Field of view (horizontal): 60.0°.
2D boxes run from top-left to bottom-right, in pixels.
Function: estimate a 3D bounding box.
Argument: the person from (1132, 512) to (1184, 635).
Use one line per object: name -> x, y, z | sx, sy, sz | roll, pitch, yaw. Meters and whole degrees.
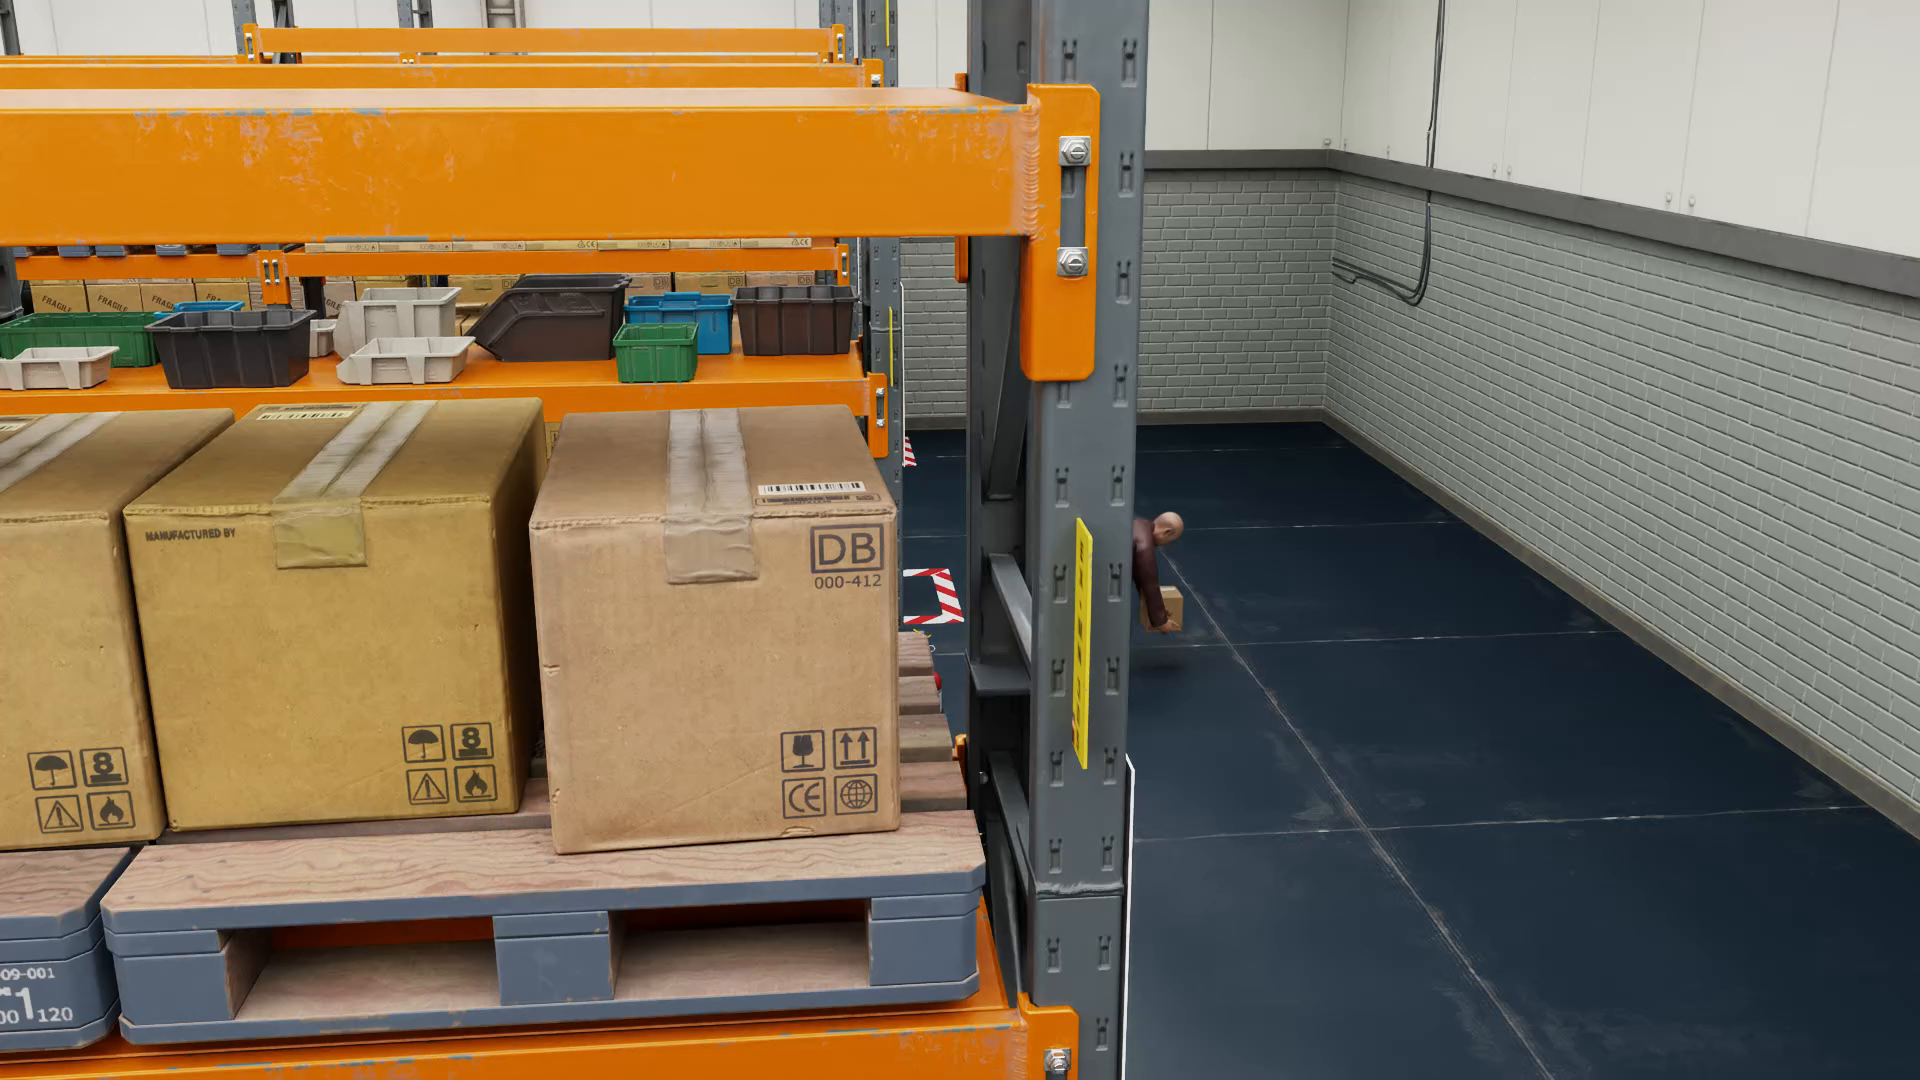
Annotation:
person -> 1.087, 0.360, 11.545 | 0.940, 1.098, 0.581 | -2, 17, -8
